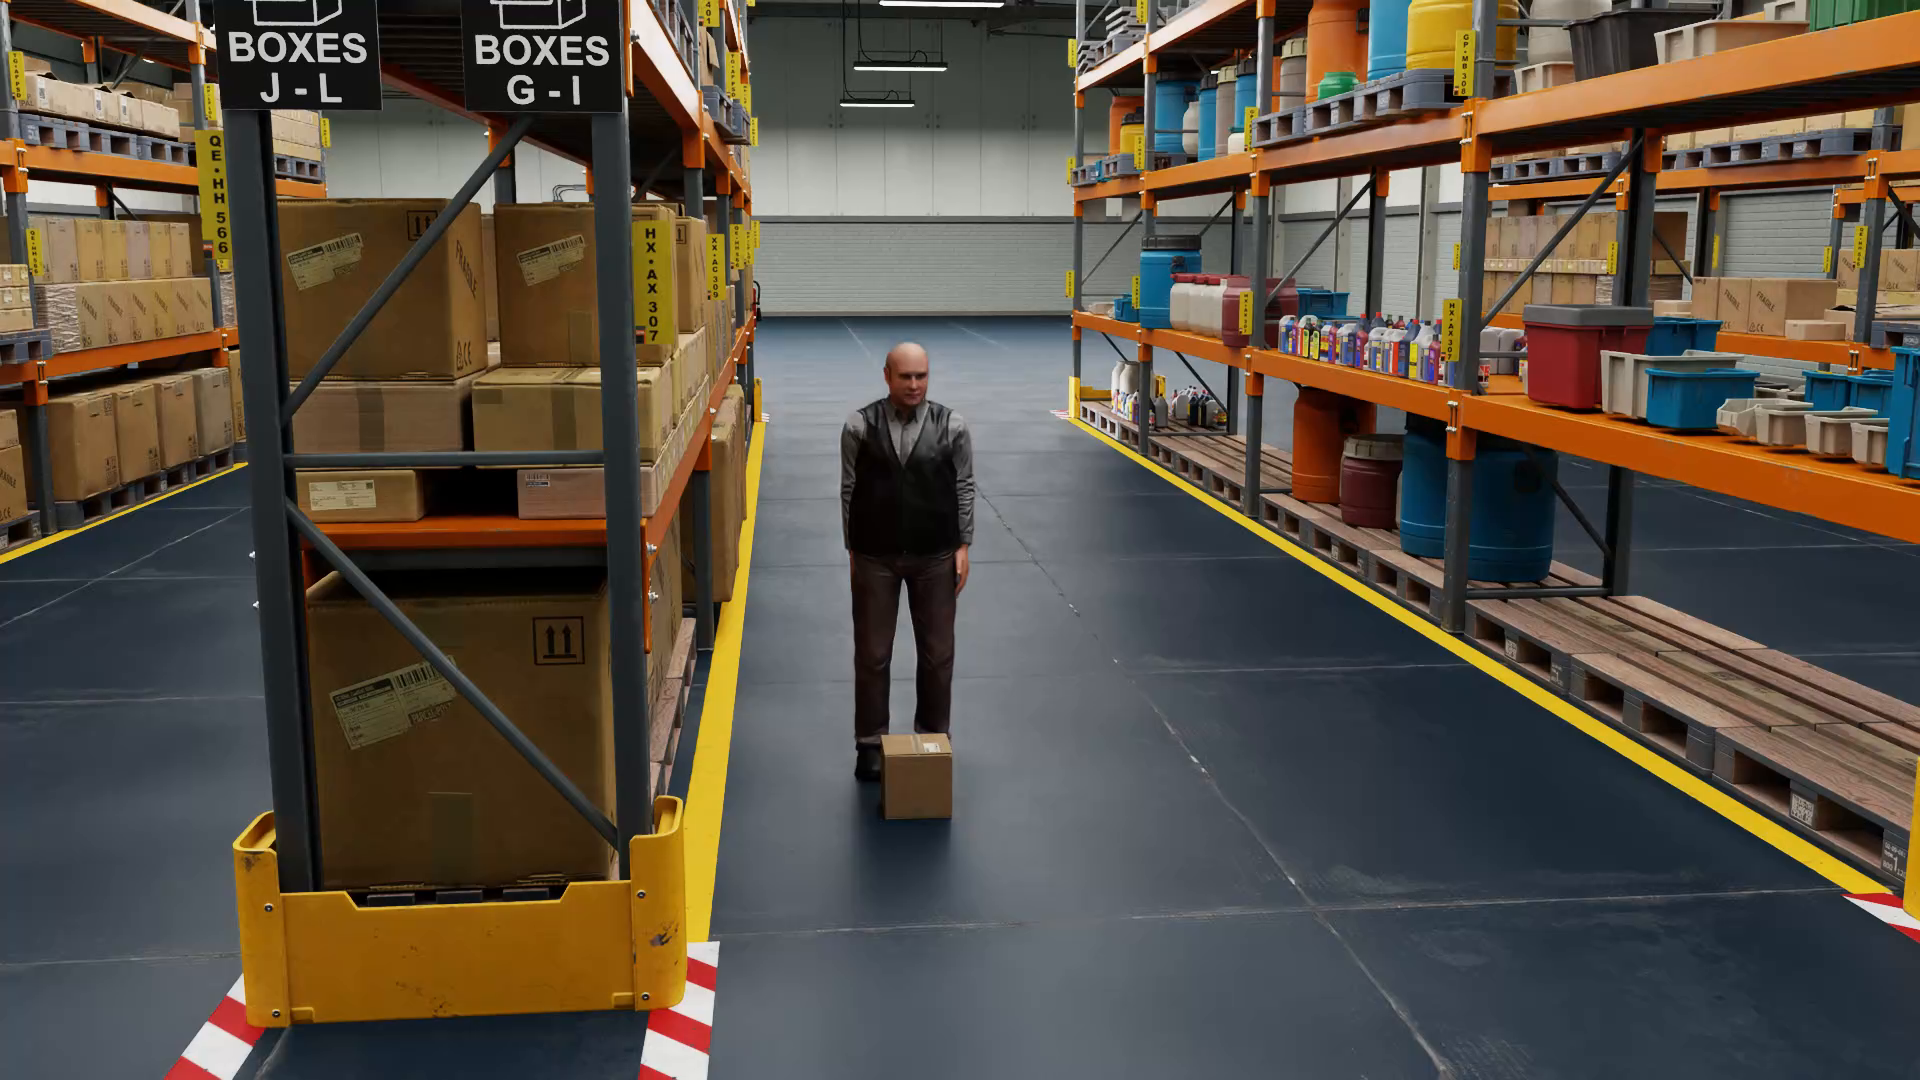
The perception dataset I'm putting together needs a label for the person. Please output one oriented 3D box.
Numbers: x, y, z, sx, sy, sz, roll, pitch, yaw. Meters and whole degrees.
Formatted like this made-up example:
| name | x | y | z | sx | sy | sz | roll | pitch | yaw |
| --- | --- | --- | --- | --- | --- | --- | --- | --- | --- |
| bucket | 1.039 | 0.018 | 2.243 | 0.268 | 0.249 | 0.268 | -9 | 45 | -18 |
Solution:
| name | x | y | z | sx | sy | sz | roll | pitch | yaw |
| --- | --- | --- | --- | --- | --- | --- | --- | --- | --- |
| person | -0.202 | 0.078 | 6.563 | 0.533 | 1.713 | 0.357 | -1 | 10 | -5 |
